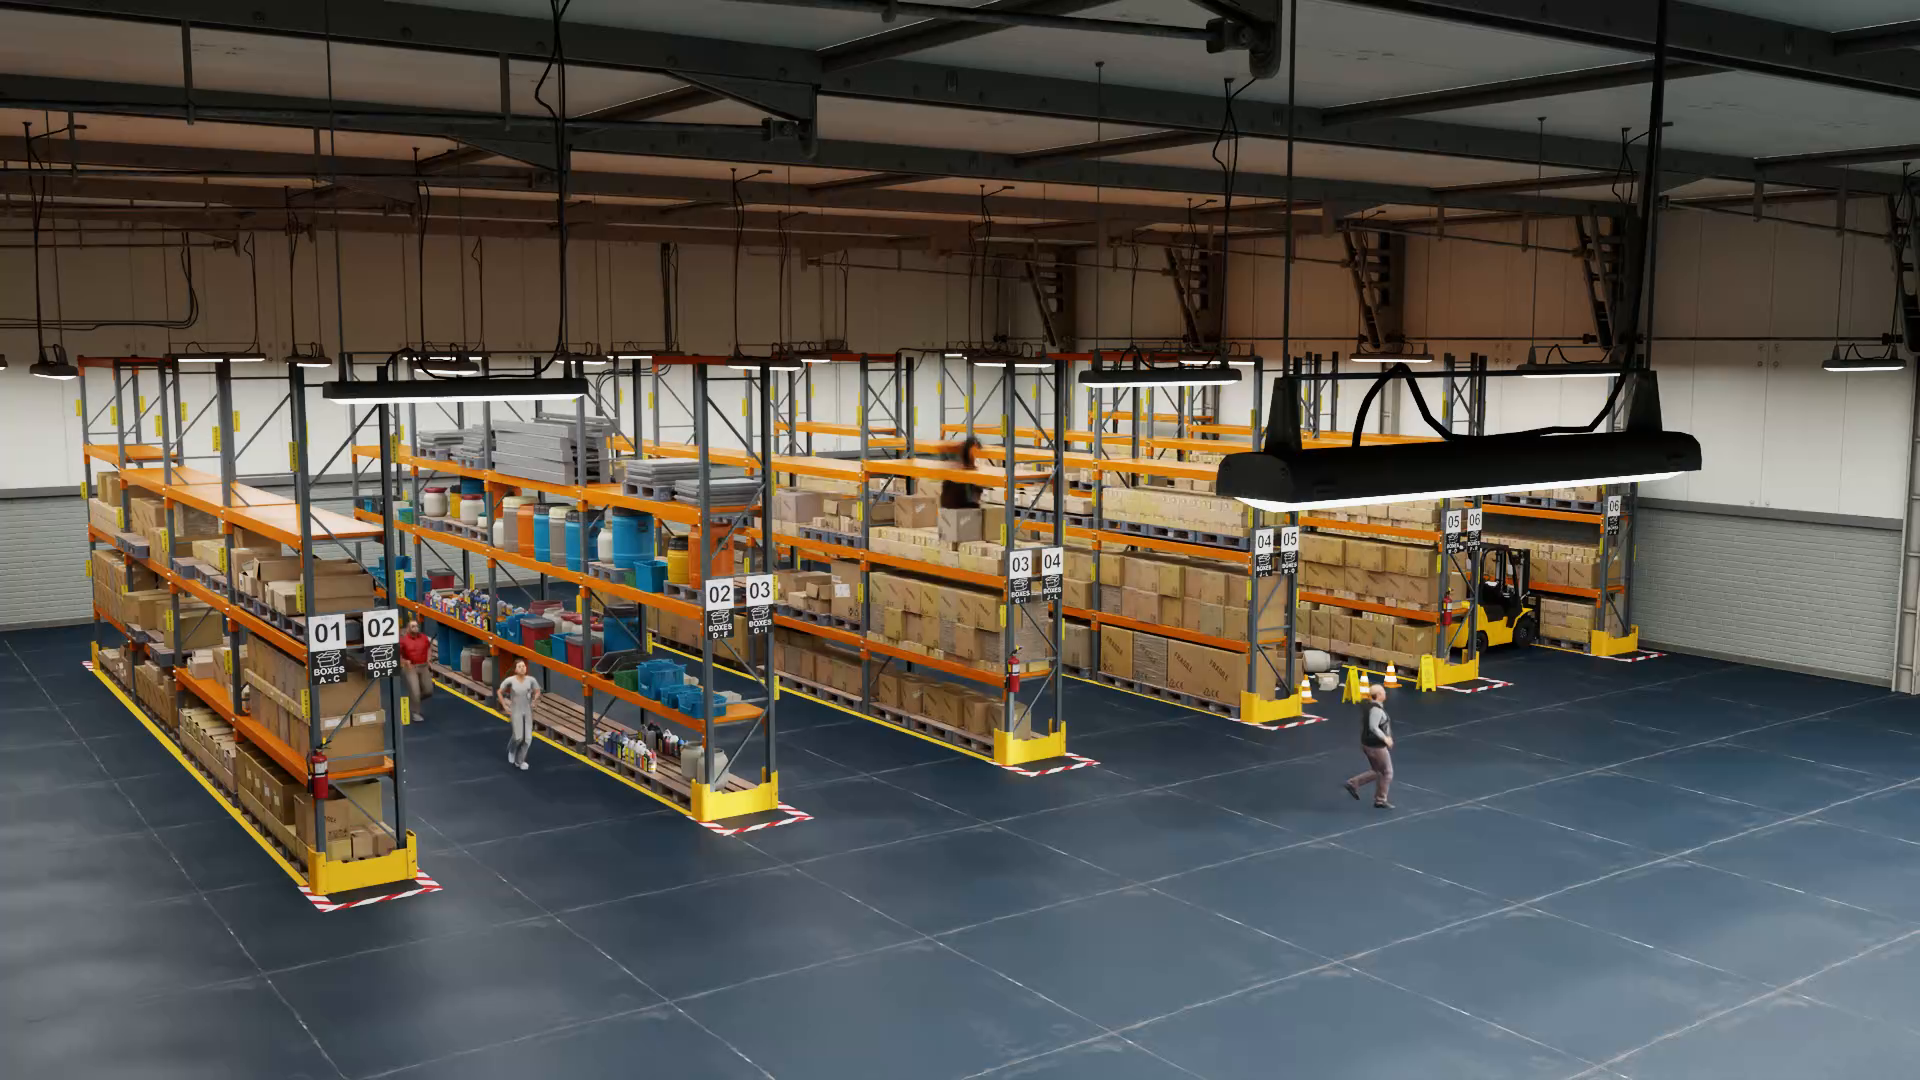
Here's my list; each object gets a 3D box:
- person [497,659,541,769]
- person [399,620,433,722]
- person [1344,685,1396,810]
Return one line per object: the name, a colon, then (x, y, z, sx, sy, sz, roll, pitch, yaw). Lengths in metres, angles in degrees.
person: (-6.438, 2.562, 24.426, 0.609, 1.638, 0.527, -4, 8, -30)
person: (-9.022, 2.159, 27.572, 0.659, 1.674, 0.622, -6, 9, -41)
person: (5.552, 2.786, 22.387, 0.687, 1.704, 0.670, 0, 7, -1)
